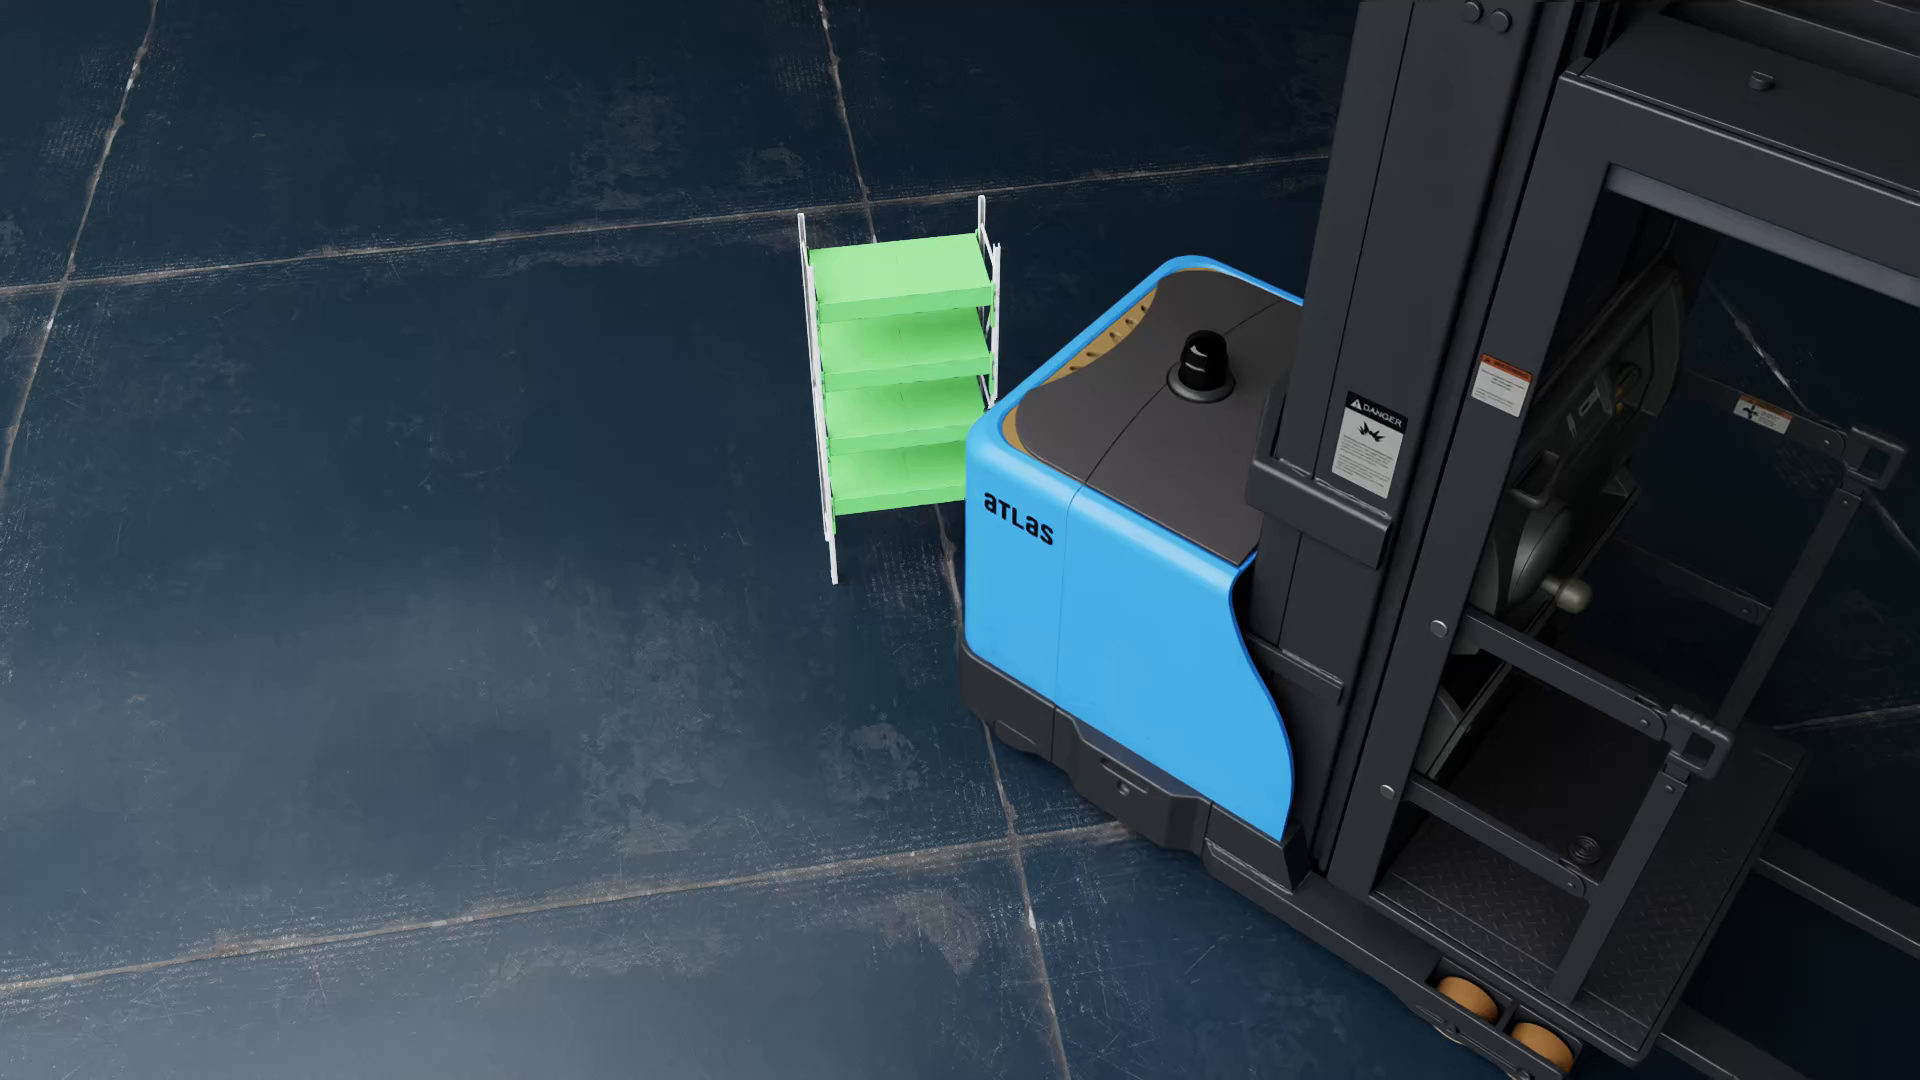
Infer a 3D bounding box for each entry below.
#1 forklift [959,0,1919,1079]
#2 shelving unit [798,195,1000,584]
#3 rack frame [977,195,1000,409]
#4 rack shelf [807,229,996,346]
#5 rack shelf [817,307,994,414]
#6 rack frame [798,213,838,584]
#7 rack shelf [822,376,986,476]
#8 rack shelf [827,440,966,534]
[{"bbox_3d":[1.463,-0.138,3.348,3.031,2.935,1.130,30,53,26],"label":"forklift"},{"bbox_3d":[-0.163,-0.396,4.798,0.503,1.200,0.258,-7,46,-7],"label":"shelving unit"},{"bbox_3d":[0.077,-0.426,4.827,0.015,1.200,0.240,-7,46,-7],"label":"rack frame"},{"bbox_3d":[-0.163,-0.685,4.499,0.480,0.148,0.258,-7,46,-7],"label":"rack shelf"},{"bbox_3d":[-0.163,-0.518,4.671,0.480,0.148,0.258,-7,46,-7],"label":"rack shelf"},{"bbox_3d":[-0.404,-0.366,4.769,0.015,1.200,0.240,-7,46,-7],"label":"rack frame"},{"bbox_3d":[-0.163,-0.352,4.844,0.480,0.148,0.258,-7,46,-7],"label":"rack shelf"},{"bbox_3d":[-0.163,-0.185,5.017,0.480,0.148,0.258,-7,46,-7],"label":"rack shelf"}]
